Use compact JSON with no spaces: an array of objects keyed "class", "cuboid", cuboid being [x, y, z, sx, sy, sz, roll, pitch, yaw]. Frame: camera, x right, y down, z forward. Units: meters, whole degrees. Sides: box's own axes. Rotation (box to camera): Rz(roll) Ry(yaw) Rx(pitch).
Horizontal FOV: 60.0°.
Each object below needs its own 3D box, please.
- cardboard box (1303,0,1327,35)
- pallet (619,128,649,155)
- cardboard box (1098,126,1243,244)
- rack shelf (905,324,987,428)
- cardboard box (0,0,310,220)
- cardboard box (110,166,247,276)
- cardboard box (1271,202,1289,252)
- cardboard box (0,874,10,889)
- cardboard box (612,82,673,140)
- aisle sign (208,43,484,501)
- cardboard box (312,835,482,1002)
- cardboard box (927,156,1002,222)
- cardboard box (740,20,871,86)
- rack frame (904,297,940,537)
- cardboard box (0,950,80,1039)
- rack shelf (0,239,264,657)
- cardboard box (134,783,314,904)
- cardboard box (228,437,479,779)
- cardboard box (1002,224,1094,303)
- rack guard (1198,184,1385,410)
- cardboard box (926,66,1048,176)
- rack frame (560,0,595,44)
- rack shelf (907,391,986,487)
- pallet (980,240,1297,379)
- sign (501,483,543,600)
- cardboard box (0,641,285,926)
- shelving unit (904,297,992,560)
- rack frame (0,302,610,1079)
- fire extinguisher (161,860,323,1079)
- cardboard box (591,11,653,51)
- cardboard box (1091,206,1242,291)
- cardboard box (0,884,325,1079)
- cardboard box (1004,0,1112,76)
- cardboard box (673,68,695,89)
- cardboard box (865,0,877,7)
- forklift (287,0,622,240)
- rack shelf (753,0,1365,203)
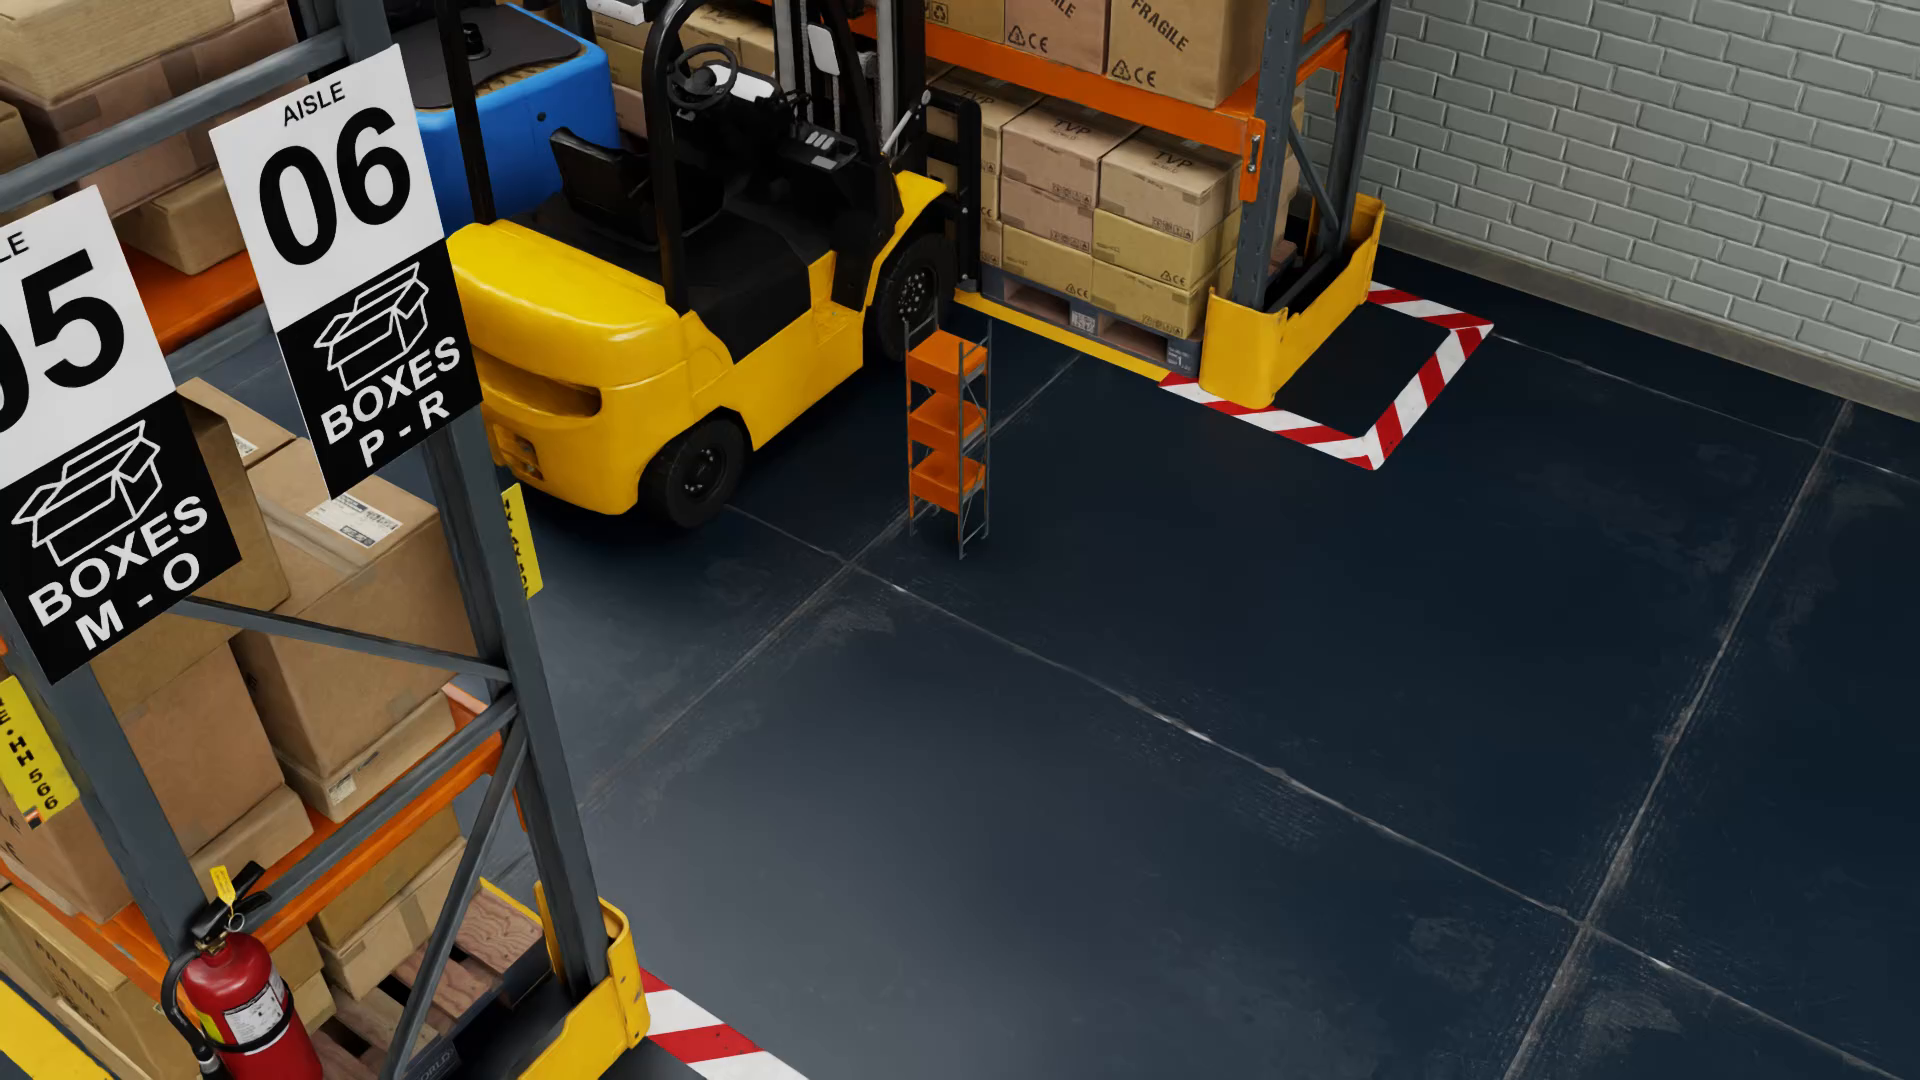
[{"class":"cardboard box","cuboid":[1.264,-2.453,7.167,0.500,0.500,0.500,27,48,27]},{"class":"pallet","cuboid":[-1.137,-2.240,9.095,1.213,0.211,1.003,25,48,25]},{"class":"cardboard box","cuboid":[0.955,-1.585,7.269,0.500,0.250,0.500,27,48,27]},{"class":"rack shelf","cuboid":[-0.044,-0.615,6.241,0.240,0.259,0.215,25,48,25]},{"class":"cardboard box","cuboid":[-1.595,-0.874,3.117,0.500,0.250,0.500,24,47,25]},{"class":"cardboard box","cuboid":[-1.422,-0.692,3.212,0.250,0.149,0.380,25,48,25]},{"class":"cardboard box","cuboid":[1.221,-1.501,7.925,0.500,0.250,0.500,25,48,25]},{"class":"cardboard box","cuboid":[-2.481,0.715,4.399,0.250,0.149,0.380,26,48,26]},{"class":"cardboard box","cuboid":[-1.558,-2.372,8.898,0.500,0.250,0.500,26,48,26]},{"class":"aisle sign","cuboid":[-1.108,-0.478,3.085,0.004,0.787,0.394,25,48,25]},{"class":"cardboard box","cuboid":[-1.838,1.045,5.080,0.500,0.250,0.500,25,47,25]},{"class":"cardboard box","cuboid":[0.093,-1.793,7.876,0.500,0.250,0.500,24,47,24]},{"class":"cardboard box","cuboid":[-0.722,-2.368,8.145,0.500,0.250,0.500,27,48,27]},{"class":"rack frame","cuboid":[-0.144,-0.458,6.475,0.008,1.050,0.200,25,48,25]},{"class":"cardboard box","cuboid":[-2.572,1.140,4.974,0.500,0.250,0.500,25,48,25]},{"class":"rack shelf","cuboid":[-2.974,-0.979,3.884,4.000,0.370,1.077,25,48,25]},{"class":"cardboard box","cuboid":[-1.765,0.704,3.902,0.250,0.149,0.380,27,48,27]},{"class":"cardboard box","cuboid":[-1.565,0.156,4.028,0.500,0.500,0.500,24,47,25]},{"class":"cardboard box","cuboid":[0.543,-1.409,7.823,0.500,0.250,0.500,25,48,25]},{"class":"rack guard","cuboid":[1.530,-1.134,7.642,0.348,0.500,1.175,25,48,25]},{"class":"cardboard box","cuboid":[0.114,-1.965,7.694,0.500,0.250,0.500,26,48,26]},{"class":"rack frame","cuboid":[-1.764,-3.606,8.531,0.127,3.000,1.000,25,48,25]},{"class":"rack shelf","cuboid":[-0.044,-0.404,6.430,0.240,0.259,0.215,25,48,25]},{"class":"pallet","cuboid":[0.860,-1.305,8.050,1.213,0.211,1.003,25,48,25]},{"class":"sign","cuboid":[-1.025,0.018,3.831,0.005,0.325,0.100,25,48,25]},{"class":"cardboard box","cuboid":[-1.939,0.431,3.721,0.500,0.500,0.500,24,47,25]},{"class":"shelving unit","cuboid":[-0.044,-0.412,6.423,0.252,1.050,0.215,25,48,25]},{"class":"rack frame","cuboid":[-1.336,0.637,3.789,0.127,3.000,1.000,25,48,25]},{"class":"fire extinguisher","cuboid":[-1.507,0.961,3.485,0.183,0.674,0.296,25,48,25]},{"class":"cardboard box","cuboid":[-1.548,-2.754,8.576,0.500,0.250,0.500,24,47,25]},{"class":"cardboard box","cuboid":[0.933,-1.408,7.447,0.500,0.250,0.500,24,47,25]},{"class":"cardboard box","cuboid":[-2.142,1.061,4.499,0.500,0.500,0.500,25,48,26]},{"class":"cardboard box","cuboid":[0.537,-2.361,7.064,0.500,0.500,0.500,27,48,27]},{"class":"cardboard box","cuboid":[-1.132,-2.379,8.531,0.500,0.250,0.500,25,47,25]},{"class":"cardboard box","cuboid":[-0.300,-2.743,7.491,0.500,0.500,0.500,25,48,26]},{"class":"forklift","cuboid":[-3.033,-2.996,7.900,3.031,2.935,1.130,32,51,31]},{"class":"rack shelf","cuboid":[-0.127,-2.572,7.915,4.000,0.370,1.077,25,48,25]}]
